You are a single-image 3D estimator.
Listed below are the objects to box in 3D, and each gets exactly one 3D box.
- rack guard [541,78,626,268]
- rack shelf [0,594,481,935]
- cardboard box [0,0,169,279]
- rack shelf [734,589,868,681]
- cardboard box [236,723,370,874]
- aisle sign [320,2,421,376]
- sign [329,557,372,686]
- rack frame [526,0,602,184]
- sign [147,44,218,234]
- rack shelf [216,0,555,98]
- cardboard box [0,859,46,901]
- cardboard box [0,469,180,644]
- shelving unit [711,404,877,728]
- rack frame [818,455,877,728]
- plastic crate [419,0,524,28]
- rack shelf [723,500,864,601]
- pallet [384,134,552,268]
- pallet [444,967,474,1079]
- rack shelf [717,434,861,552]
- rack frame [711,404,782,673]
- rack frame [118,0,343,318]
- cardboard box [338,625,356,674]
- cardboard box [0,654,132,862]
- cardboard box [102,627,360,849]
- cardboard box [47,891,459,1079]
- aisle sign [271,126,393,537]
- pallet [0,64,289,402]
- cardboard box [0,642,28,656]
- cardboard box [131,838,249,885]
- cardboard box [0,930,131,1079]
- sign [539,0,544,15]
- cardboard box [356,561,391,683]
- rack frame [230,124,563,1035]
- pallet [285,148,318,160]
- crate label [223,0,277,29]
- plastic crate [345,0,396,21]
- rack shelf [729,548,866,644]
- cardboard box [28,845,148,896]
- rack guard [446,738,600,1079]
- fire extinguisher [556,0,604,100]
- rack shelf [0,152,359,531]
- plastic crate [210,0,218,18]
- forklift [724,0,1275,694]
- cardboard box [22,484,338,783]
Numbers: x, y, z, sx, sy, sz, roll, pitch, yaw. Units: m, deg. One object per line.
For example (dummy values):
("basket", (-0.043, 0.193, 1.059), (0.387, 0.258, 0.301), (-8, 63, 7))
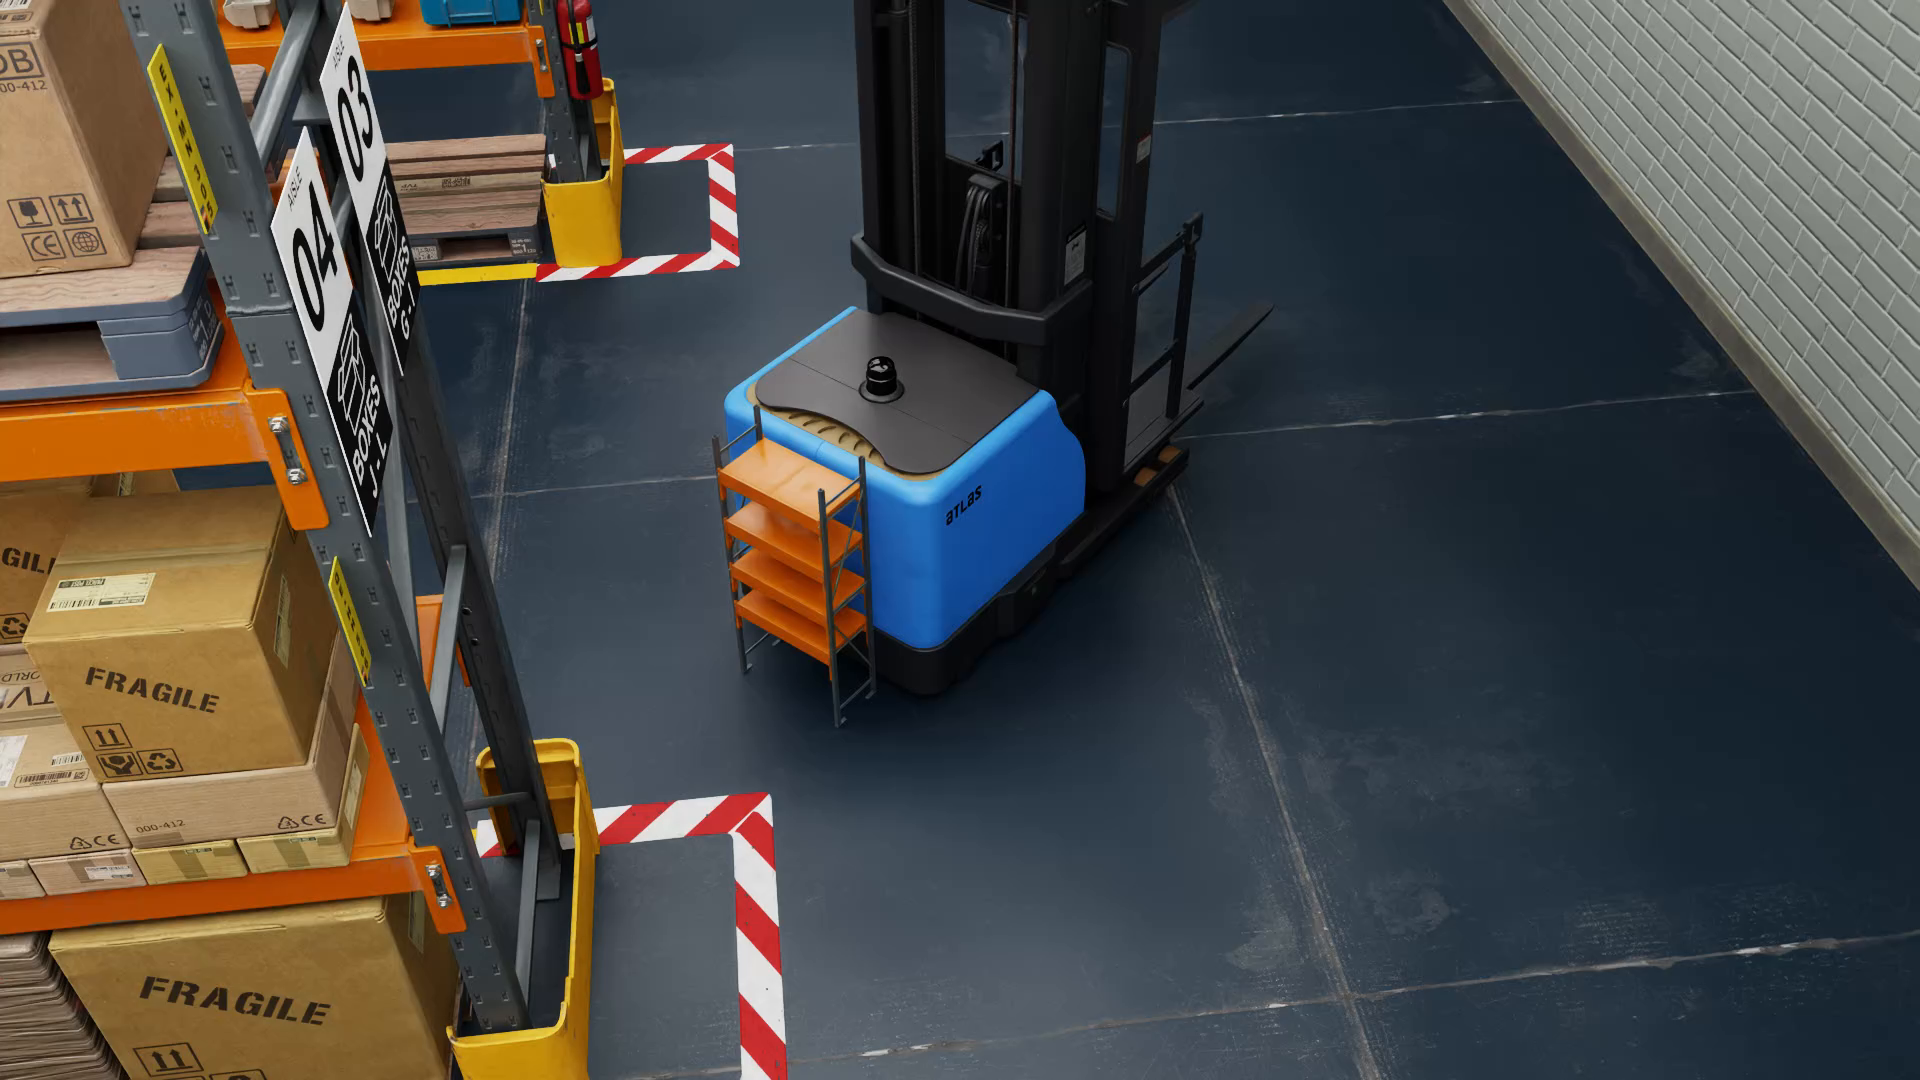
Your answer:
("rack guard", (-2.055, -2.030, 9.127), (0.348, 0.500, 1.175), (-5, 42, -6))
("rack shelf", (-3.418, 0.783, 4.679), (4.000, 0.370, 1.077), (-5, 42, -6))
("cardboard box", (-1.943, -0.921, 3.329), (0.500, 0.500, 0.700), (-7, 43, -8))
("rack shelf", (-0.603, 0.316, 6.401), (0.480, 0.148, 0.258), (26, 48, 26))
("cardboard box", (-1.745, 0.685, 4.438), (0.250, 0.149, 0.380), (-4, 42, -5))
("aisle sign", (-1.402, -0.829, 3.988), (0.004, 0.787, 0.394), (-5, 42, -6))
("sign", (-1.378, 0.186, 3.763), (0.005, 0.325, 0.100), (-5, 42, -6))
("rack frame", (-2.077, -2.947, 8.278), (0.127, 3.000, 1.000), (-5, 42, -6))
("sign", (-1.378, -0.709, 2.955), (0.005, 0.325, 0.100), (-5, 42, -6))
("rack shelf", (-4.060, -2.506, 8.326), (4.000, 0.370, 1.077), (-5, 42, -6))
("cardboard box", (-2.500, 0.751, 4.365), (0.250, 0.149, 0.380), (-4, 42, -5))
("cardboard box", (-2.441, -0.085, 4.435), (0.500, 0.500, 0.500), (-6, 42, -7))
("shelving unit", (-0.603, 0.119, 6.223), (0.503, 1.200, 0.258), (26, 48, 26))
("rack frame", (-0.407, 0.216, 6.115), (0.015, 1.200, 0.240), (26, 48, 26))
("plastic crate", (-2.385, -2.829, 8.076), (0.499, 0.435, 0.616), (-5, 42, -6))
("rack shelf", (-0.603, 0.002, 6.118), (0.480, 0.148, 0.258), (26, 48, 26))
("pallet", (-2.900, -1.866, 9.161), (1.213, 0.211, 1.003), (-5, 42, -6))
("pallet", (-2.217, 1.499, 5.430), (1.213, 0.211, 1.003), (-5, 42, -6))
("rack shelf", (-0.603, -0.173, 5.959), (0.480, 0.148, 0.258), (26, 48, 26))
("rack frame", (-0.799, 0.021, 6.330), (0.015, 1.200, 0.240), (26, 48, 26))
("rack frame", (-1.435, -1.885, 2.622), (0.127, 3.000, 1.000), (-5, 42, -6))
("cardboard box", (-1.946, 0.150, 4.734), (0.500, 0.250, 0.500), (-6, 42, -7))
("cardboard box", (-2.384, 0.549, 4.291), (0.500, 0.250, 0.500), (-6, 42, -6))
("cardboard box", (-1.881, 0.506, 4.340), (0.500, 0.250, 0.500), (-6, 42, -6))
("cardboard box", (-2.059, 1.084, 5.081), (0.875, 0.875, 0.875), (-5, 42, -6))
("aisle sign", (-1.324, -0.430, 3.546), (0.004, 0.787, 0.394), (-5, 42, -6))
("pallet", (-2.169, -0.667, 3.577), (1.213, 0.211, 1.003), (-5, 42, -6))
("cardboard box", (-2.460, 0.199, 4.679), (0.500, 0.250, 0.500), (-5, 42, -6))
("cardboard box", (-2.003, 0.709, 4.412), (0.250, 0.149, 0.380), (-5, 42, -5))
("cardboard box", (-2.961, 1.163, 4.994), (0.875, 0.875, 0.875), (-5, 42, -6))
("sign", (-1.989, -2.644, 7.820), (0.005, 0.325, 0.100), (-5, 42, -6))
("cardboard box", (-1.829, 0.247, 4.924), (0.250, 0.149, 0.380), (-5, 42, -5))
("rack frame", (-1.435, 0.342, 4.631), (0.127, 3.000, 1.000), (-5, 42, -6))
("pallet", (-4.107, -1.762, 9.046), (1.213, 0.211, 1.003), (-5, 42, -6))
("crate label", (-3.424, -2.624, 8.072), (0.243, 0.136, 0.396), (-5, 42, -6))
("plastic crate", (-2.862, -2.680, 8.134), (0.243, 0.136, 0.396), (-5, 42, -6))
("rack shelf", (-0.603, 0.169, 6.268), (0.480, 0.148, 0.258), (26, 48, 26))
("cardboard box", (-2.253, 0.730, 4.389), (0.250, 0.149, 0.380), (-5, 42, -5))
("rack guard", (-1.411, 1.268, 5.470), (0.348, 0.500, 1.175), (-5, 42, -6))
("fire extinguisher", (-1.868, -2.491, 8.109), (0.183, 0.674, 0.296), (-5, 42, -6))
("rack shelf", (-3.418, -0.331, 3.675), (4.000, 0.370, 1.077), (-5, 42, -6))
("plastic crate", (-3.715, -2.586, 8.030), (0.250, 0.136, 0.298), (-5, 42, -6))
("forklift", (0.380, -1.425, 6.642), (1.130, 2.935, 3.031), (27, 48, 27))
("cardboard box", (-1.884, 0.226, 4.090), (0.500, 0.500, 0.500), (-5, 42, -5))
